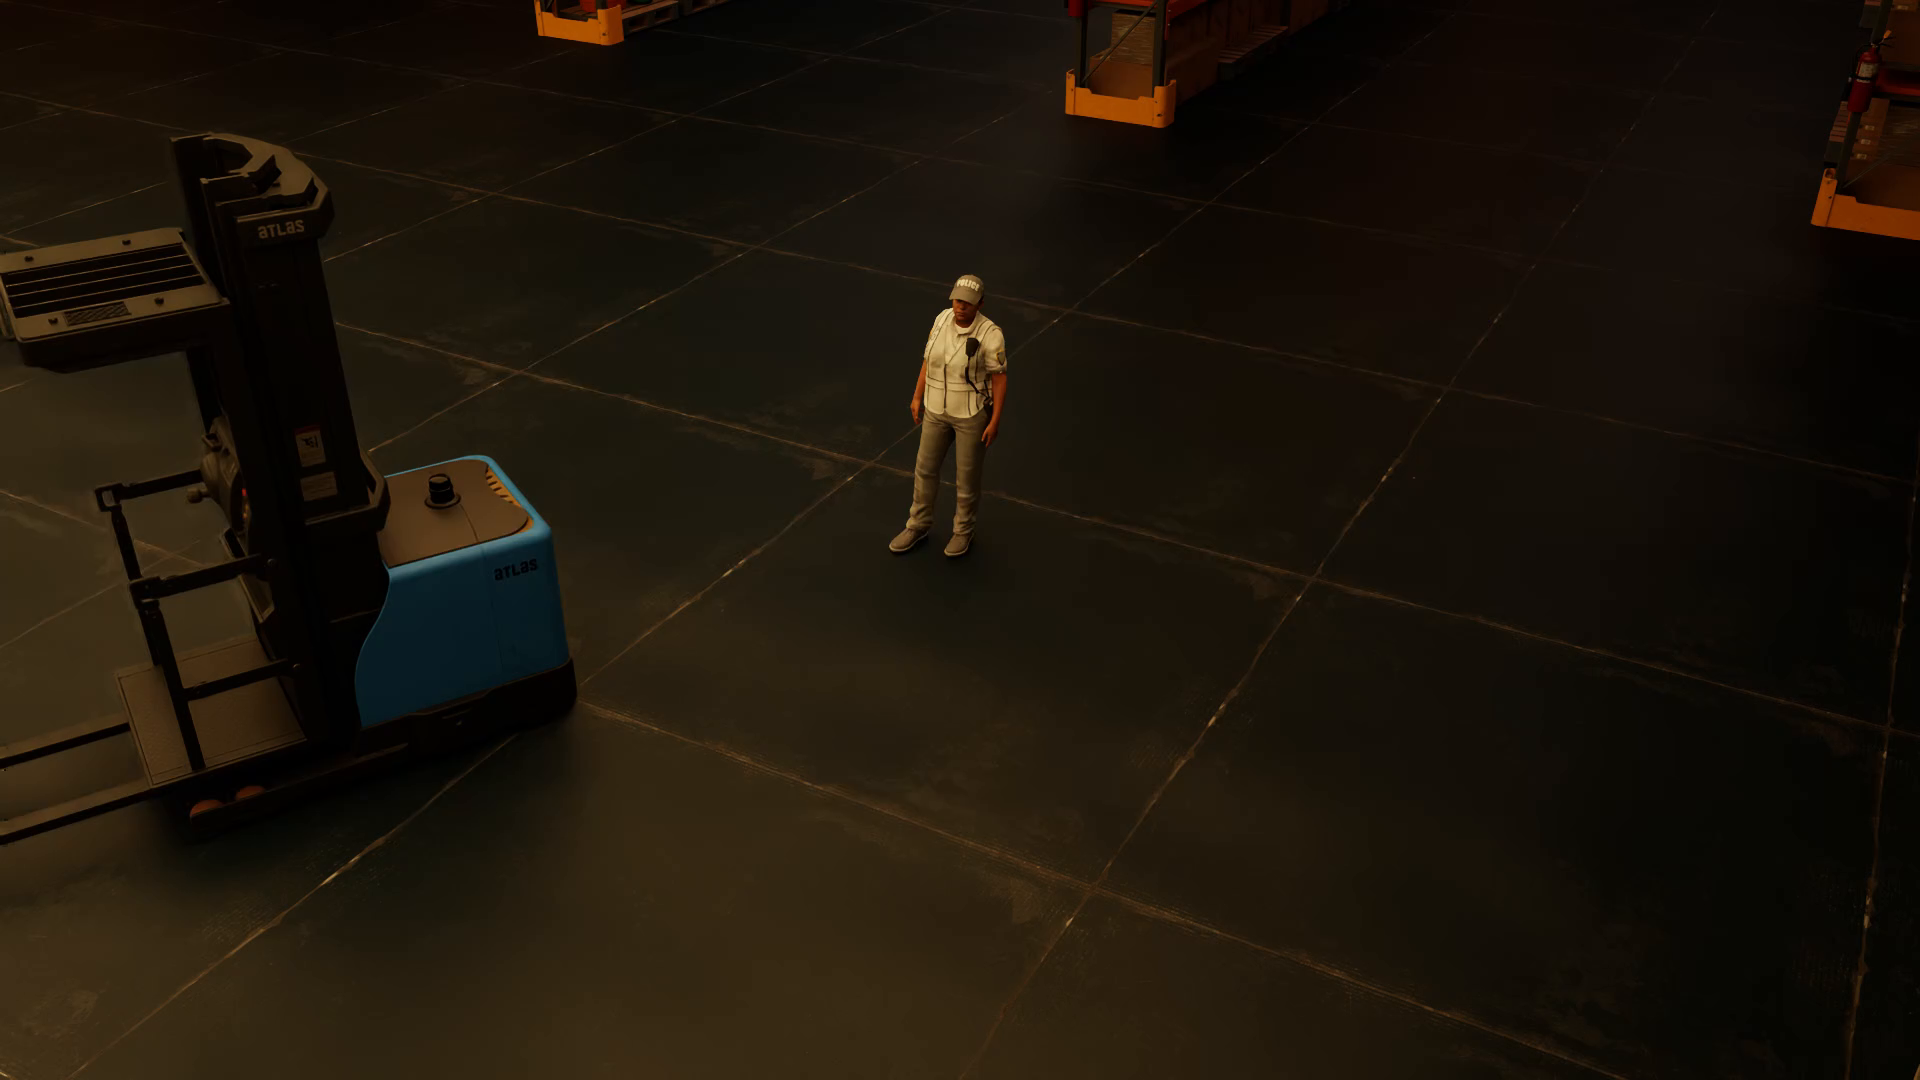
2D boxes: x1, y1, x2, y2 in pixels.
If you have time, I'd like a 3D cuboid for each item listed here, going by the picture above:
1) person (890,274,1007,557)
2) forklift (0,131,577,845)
[{"bbox_3d":[-0.057,-0.701,9.534,0.598,1.670,0.529,15,33,25],"label":"person"},{"bbox_3d":[-3.473,-0.210,7.435,3.031,2.935,1.130,-17,34,-27],"label":"forklift"}]
